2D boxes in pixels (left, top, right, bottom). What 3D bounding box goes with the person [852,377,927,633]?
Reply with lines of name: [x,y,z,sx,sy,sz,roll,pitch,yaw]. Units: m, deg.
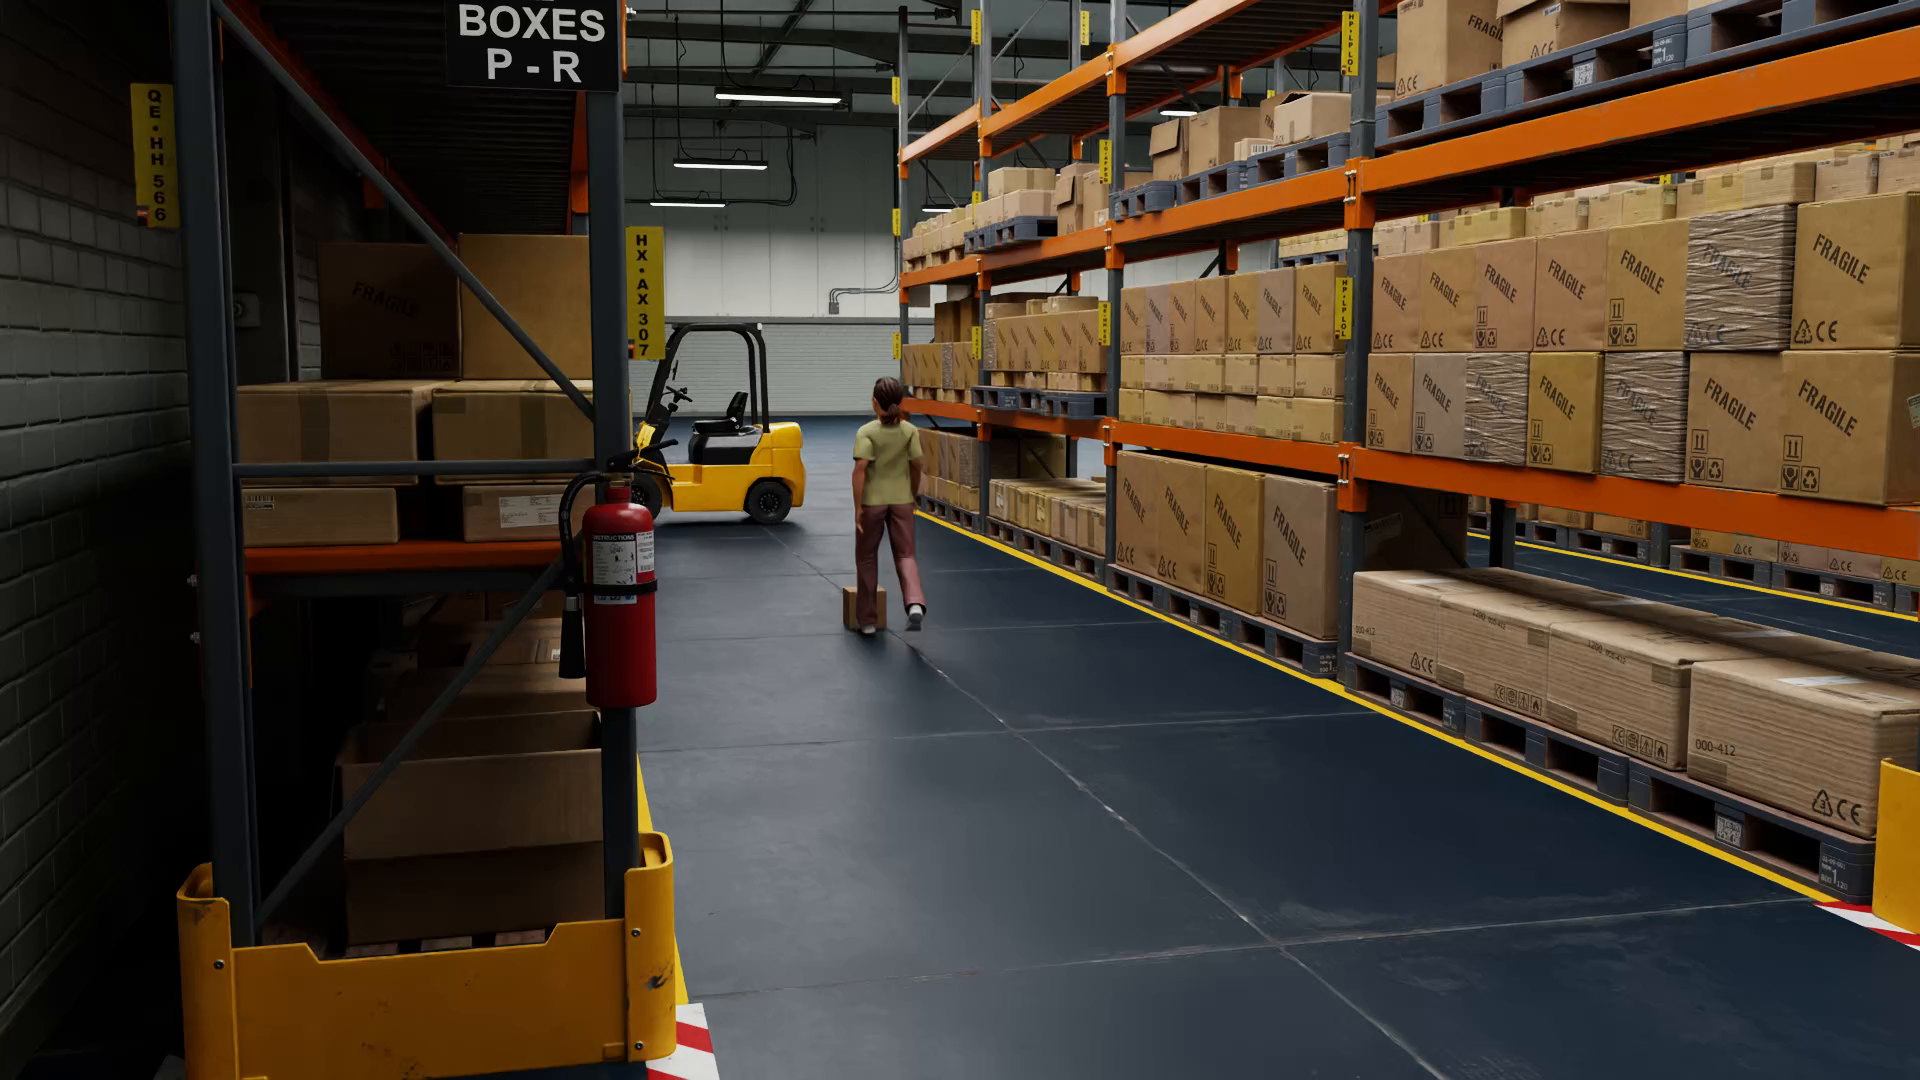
person: [-0.473,-0.195,10.458,0.469,1.631,0.867,-2,6,-14]
